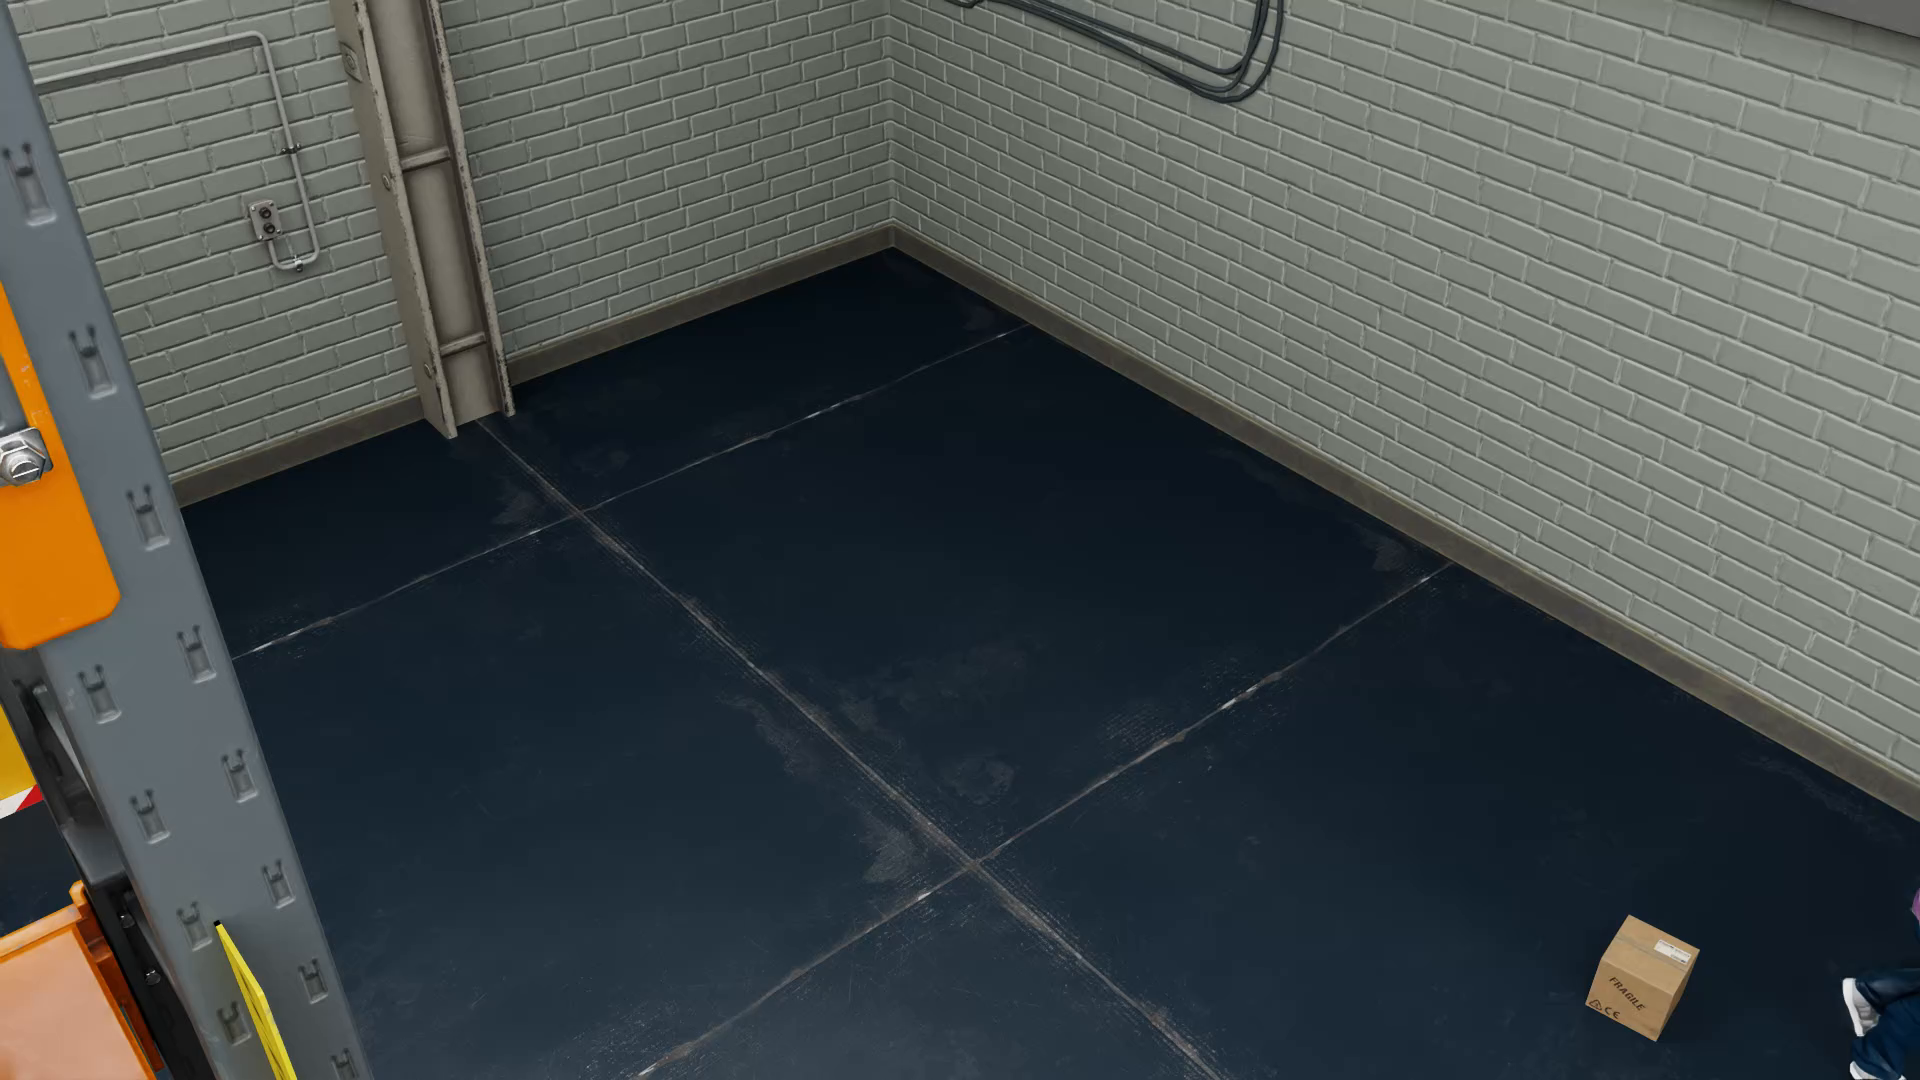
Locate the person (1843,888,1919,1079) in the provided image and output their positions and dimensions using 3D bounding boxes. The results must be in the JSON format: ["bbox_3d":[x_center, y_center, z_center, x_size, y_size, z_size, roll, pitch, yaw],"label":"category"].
[{"bbox_3d":[3.060,1.150,5.058,0.444,1.591,0.431,30,46,34],"label":"person"}]
